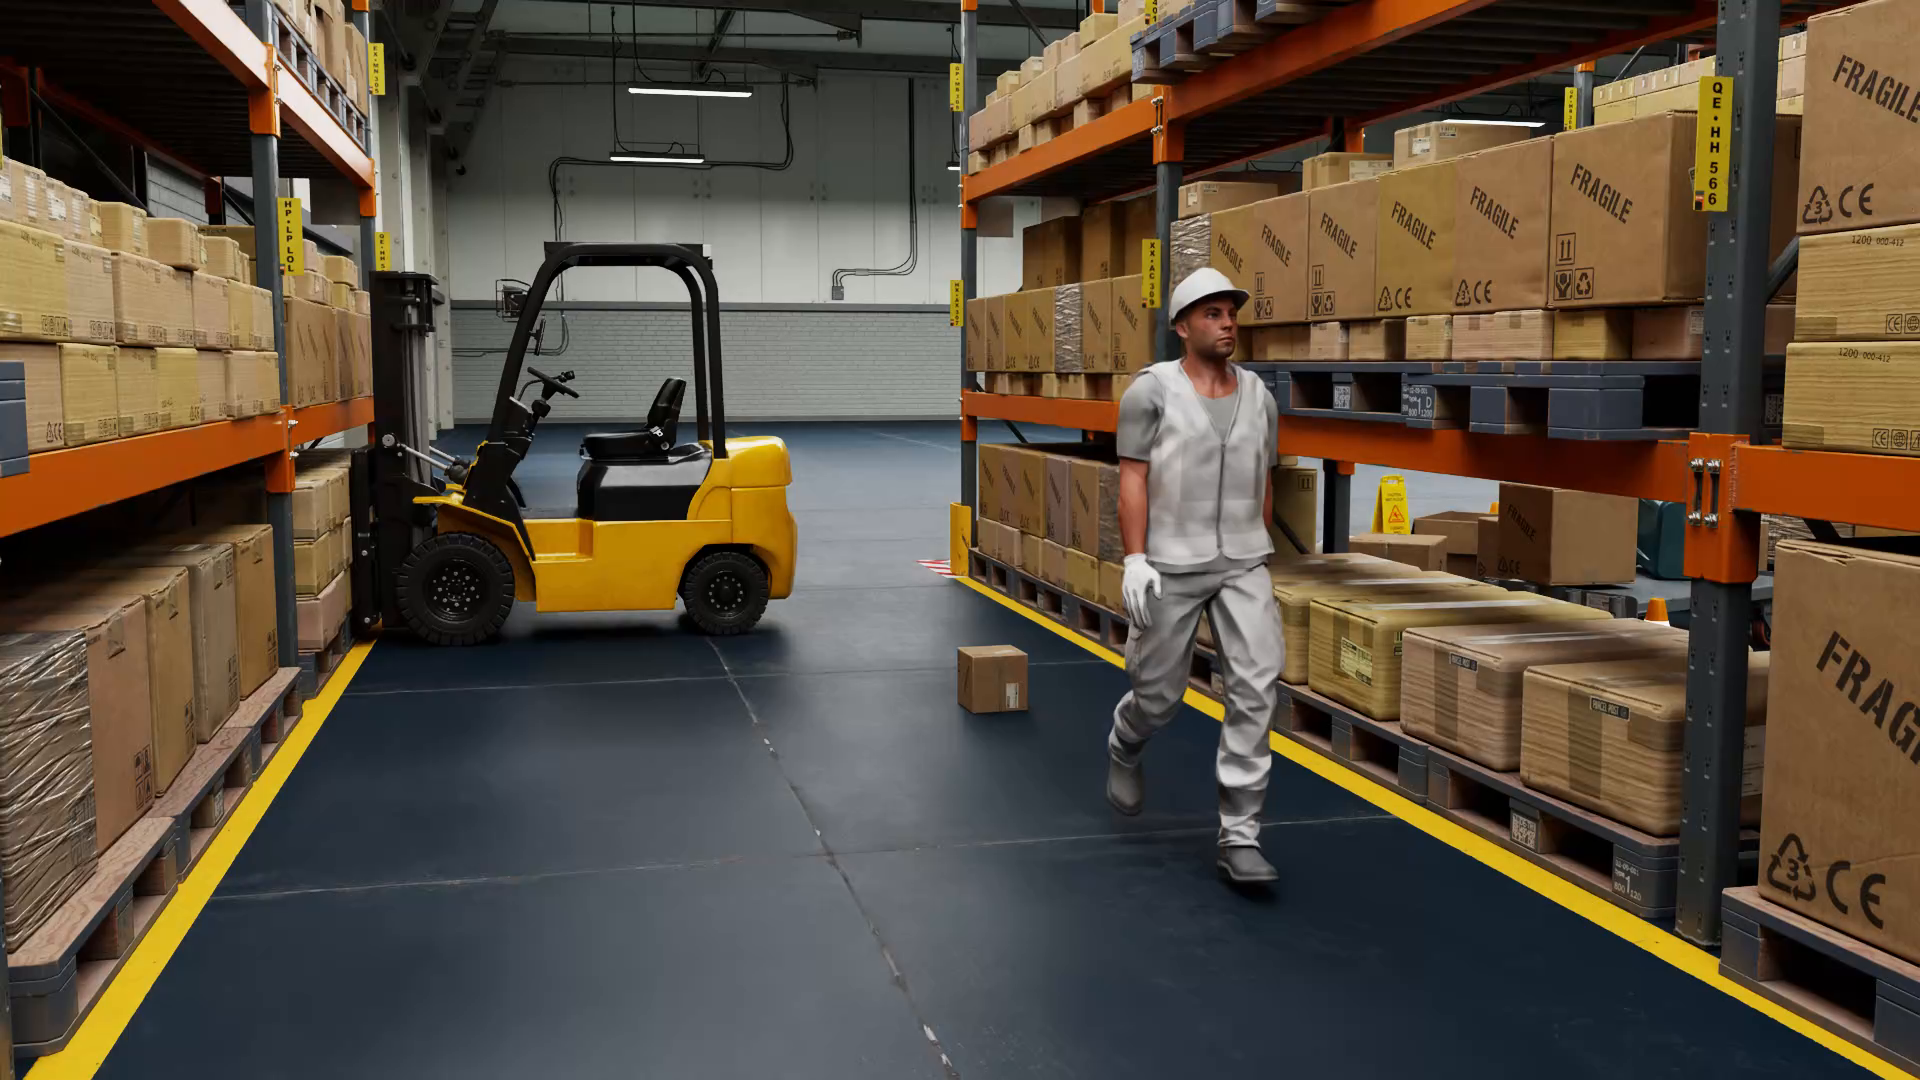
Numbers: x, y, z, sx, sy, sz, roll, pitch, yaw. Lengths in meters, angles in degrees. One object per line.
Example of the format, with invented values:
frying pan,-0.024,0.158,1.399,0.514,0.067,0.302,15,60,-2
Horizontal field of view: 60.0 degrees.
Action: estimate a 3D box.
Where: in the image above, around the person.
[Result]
person,7.970,-1.881,23.587,22.166,1.780,34.439,-1,6,-11
